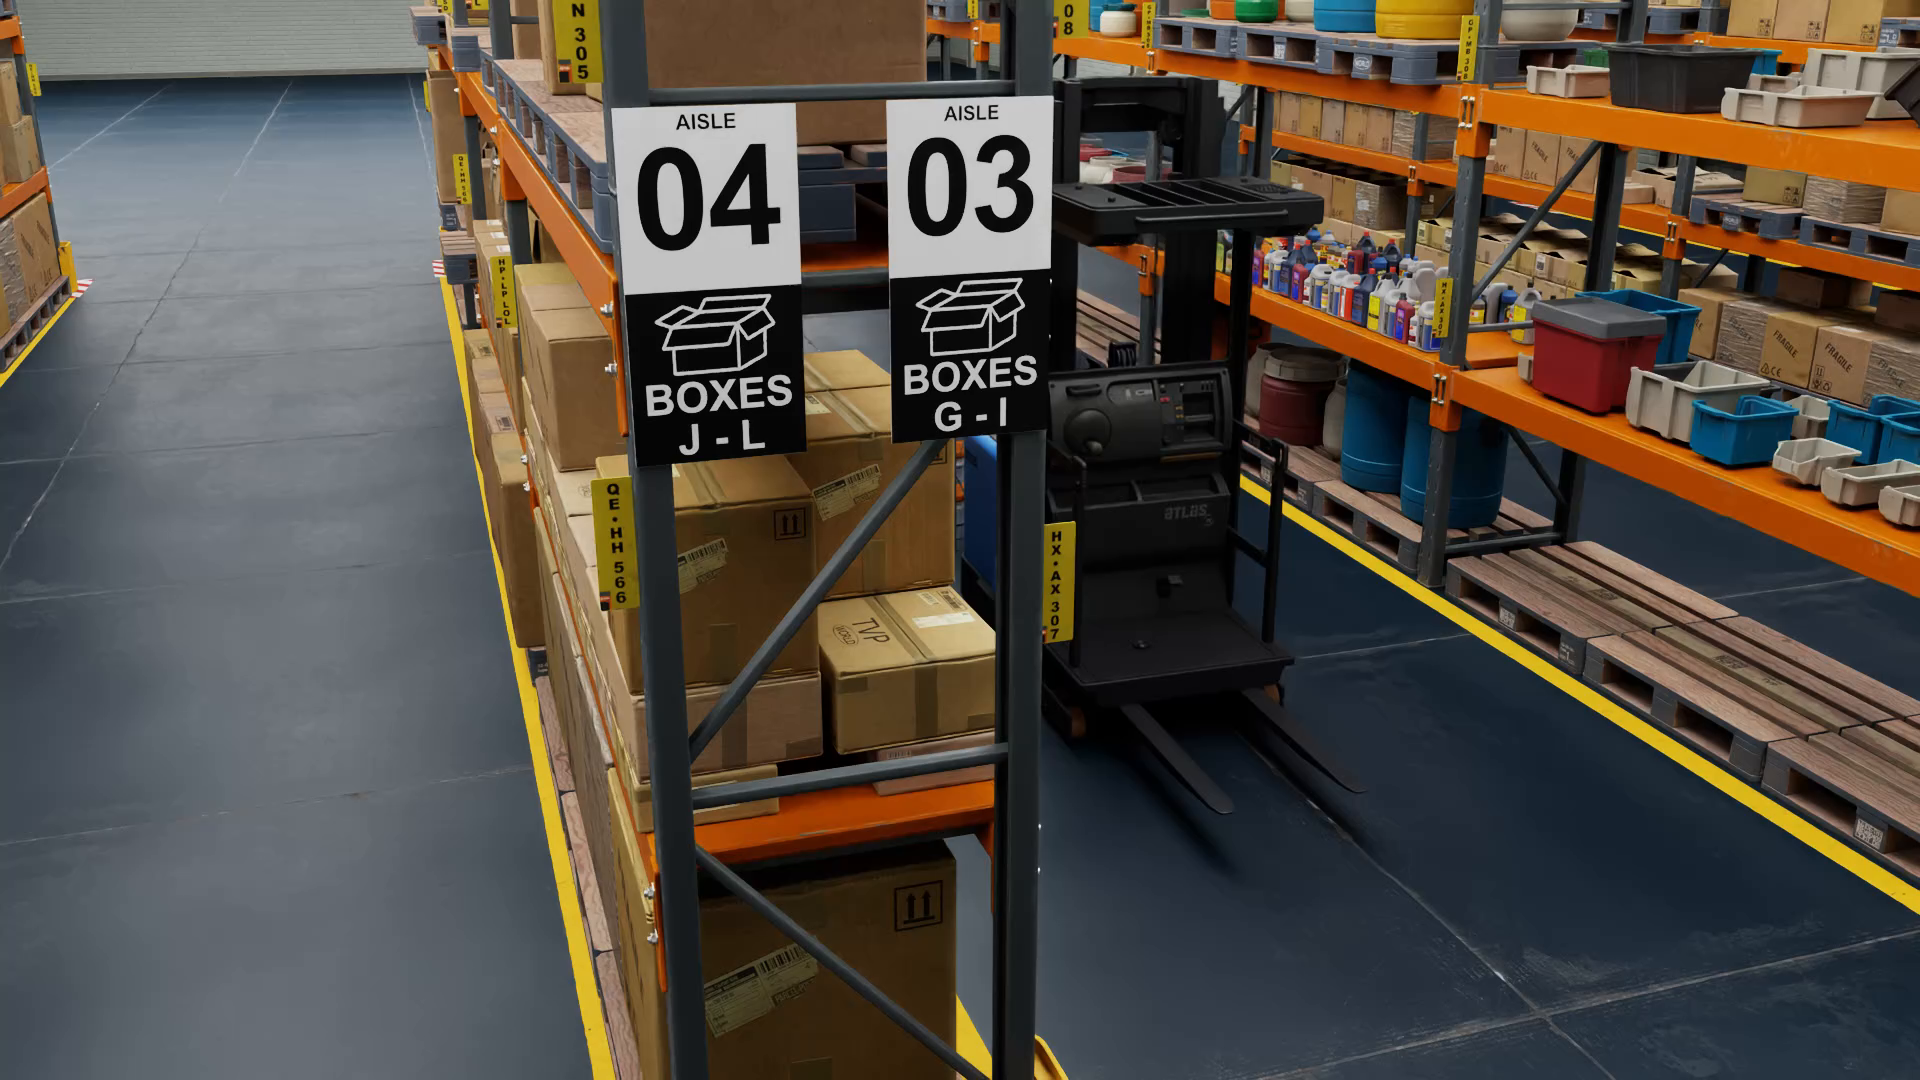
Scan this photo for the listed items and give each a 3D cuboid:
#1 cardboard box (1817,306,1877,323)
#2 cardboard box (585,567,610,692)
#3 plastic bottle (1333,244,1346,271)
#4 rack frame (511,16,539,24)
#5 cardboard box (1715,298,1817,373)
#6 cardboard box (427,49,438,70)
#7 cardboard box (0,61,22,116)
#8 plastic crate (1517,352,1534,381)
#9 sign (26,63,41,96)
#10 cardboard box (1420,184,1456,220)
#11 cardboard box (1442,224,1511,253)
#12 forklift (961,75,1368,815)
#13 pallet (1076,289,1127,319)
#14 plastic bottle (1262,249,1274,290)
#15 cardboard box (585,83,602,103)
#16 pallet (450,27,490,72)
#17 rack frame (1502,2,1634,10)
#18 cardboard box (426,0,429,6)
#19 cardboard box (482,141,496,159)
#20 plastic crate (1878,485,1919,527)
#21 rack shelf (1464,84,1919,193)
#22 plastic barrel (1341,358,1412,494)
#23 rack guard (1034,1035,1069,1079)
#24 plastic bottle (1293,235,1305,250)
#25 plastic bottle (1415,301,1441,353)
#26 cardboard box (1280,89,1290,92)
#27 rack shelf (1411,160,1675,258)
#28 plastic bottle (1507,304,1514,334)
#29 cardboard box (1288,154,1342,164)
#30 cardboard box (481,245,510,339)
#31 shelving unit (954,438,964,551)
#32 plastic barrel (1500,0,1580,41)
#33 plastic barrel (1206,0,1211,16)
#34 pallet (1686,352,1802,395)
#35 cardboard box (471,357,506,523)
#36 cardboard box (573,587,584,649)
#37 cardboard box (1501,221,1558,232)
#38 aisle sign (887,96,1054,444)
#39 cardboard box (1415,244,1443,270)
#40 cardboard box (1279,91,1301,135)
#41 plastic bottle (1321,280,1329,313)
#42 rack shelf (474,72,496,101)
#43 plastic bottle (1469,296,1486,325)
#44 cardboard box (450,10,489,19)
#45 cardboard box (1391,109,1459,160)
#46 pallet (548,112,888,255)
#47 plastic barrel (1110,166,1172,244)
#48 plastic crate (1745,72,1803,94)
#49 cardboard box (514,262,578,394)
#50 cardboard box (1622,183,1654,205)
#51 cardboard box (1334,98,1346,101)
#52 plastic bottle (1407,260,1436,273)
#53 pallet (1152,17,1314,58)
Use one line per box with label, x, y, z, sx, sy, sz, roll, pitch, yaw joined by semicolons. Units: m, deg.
cardboard box;7.288;-1.595;13.466;0.500;0.500;0.500;-7;21;-19
cardboard box;-0.845;0.253;5.055;0.500;0.250;0.500;-7;21;-18
plastic bottle;2.713;-2.002;11.847;0.097;0.201;0.097;0;20;0
rack frame;-1.542;-3.494;6.831;0.949;2.616;0.053;-6;21;-17
cardboard box;6.651;-1.692;13.738;0.500;0.500;0.500;-7;21;-19
cardboard box;-5.397;-4.974;17.759;0.500;0.500;0.500;-6;21;-17
cardboard box;-9.971;-4.482;16.639;0.875;0.550;0.550;-6;21;-17
plastic crate;3.173;-0.936;8.887;0.396;0.136;0.243;-6;21;-17
sign;-9.532;-4.736;17.103;0.100;0.325;0.005;-6;21;-17
cardboard box;5.503;-3.728;18.694;0.500;0.500;0.500;-6;21;-17
cardboard box;5.398;-3.136;17.328;0.500;0.311;0.500;-7;21;-18
forklift;0.925;-0.589;7.722;1.130;2.935;3.031;-6;21;-16
pallet;0.932;-2.204;16.240;1.003;0.211;1.213;-6;21;-17
plastic bottle;2.108;-1.836;11.281;0.097;0.271;0.097;0;20;0
cardboard box;-0.767;-1.606;5.095;0.700;0.500;0.500;-8;21;-21
pallet;-2.544;-3.076;10.385;1.213;0.211;1.003;-5;20;-15
rack frame;3.160;-4.020;8.296;0.949;2.616;0.053;-6;21;-17
cardboard box;-5.085;-5.356;16.676;0.500;0.250;0.500;-6;21;-17
cardboard box;-3.421;-2.938;13.384;0.797;0.503;0.637;-4;20;-12
plastic crate;3.914;-0.154;6.710;0.396;0.136;0.243;-6;21;-17
rack shelf;3.791;-1.628;7.139;1.077;0.370;4.000;-6;21;-17
plastic barrel;2.785;-0.811;10.719;0.600;0.901;0.708;-6;21;-17
rack guard;-0.274;1.797;4.673;1.175;0.500;0.348;-6;21;-17
plastic bottle;2.529;-2.189;12.369;0.097;0.201;0.097;0;20;0
plastic bottle;2.732;-1.231;9.589;0.152;0.276;0.135;-6;21;-17
cardboard box;4.176;-5.612;20.495;0.380;0.149;0.250;-6;21;-17
rack shelf;5.980;-3.309;16.255;1.077;0.370;4.000;-6;21;-17
plastic bottle;3.357;-1.344;10.015;0.097;0.201;0.097;0;20;0
cardboard box;4.546;-4.689;21.370;0.500;0.500;0.500;-6;21;-17
cardboard box;-2.573;-1.487;9.971;0.500;0.500;0.500;-7;21;-18
shelving unit;0.017;-0.477;10.191;0.215;1.050;0.252;-6;21;-17
plastic barrel;3.235;-3.066;9.255;0.433;0.535;0.433;0;20;0
plastic barrel;2.099;-4.077;12.727;0.421;0.512;0.421;0;20;0
pallet;6.808;-1.450;14.140;1.003;0.211;1.213;-6;21;-17
cardboard box;-2.326;-0.641;10.287;1.225;0.875;0.875;-6;21;-17
cardboard box;-1.111;0.241;5.679;0.380;0.149;0.250;-6;21;-17
cardboard box;5.921;-3.191;17.480;0.500;0.311;0.500;-6;21;-16
aisle sign;0.025;-0.619;3.857;0.394;0.787;0.004;-6;21;-17
cardboard box;5.243;-3.037;17.881;0.500;0.250;0.500;-7;21;-19
cardboard box;4.399;-5.301;20.589;0.700;0.500;0.500;-6;21;-16
plastic bottle;2.354;-1.552;10.594;0.097;0.201;0.097;0;20;0
rack shelf;-2.168;-2.478;9.214;0.919;0.124;3.809;-6;21;-17
plastic bottle;3.151;-1.391;10.144;0.097;0.201;0.097;0;20;0
cardboard box;-3.184;-3.775;11.164;0.500;0.500;0.500;-6;21;-16
cardboard box;2.536;-2.142;11.794;10.414;0.500;11.691;-7;21;-19
pallet;-0.525;-0.994;4.440;1.003;0.211;1.213;-6;21;-17
plastic barrel;1.472;-2.661;13.187;0.600;0.536;0.708;-6;21;-17
plastic crate;3.924;-2.117;7.825;0.293;0.136;0.466;-6;21;-17
cardboard box;-1.631;-0.912;7.191;0.500;0.500;0.500;-6;21;-17
cardboard box;6.064;-3.147;15.111;0.380;0.149;0.250;-6;21;-17
cardboard box;4.579;-5.199;19.345;0.380;0.149;0.250;-6;21;-15
plastic bottle;3.015;-1.699;10.893;0.152;0.276;0.135;-6;21;-17
pallet;2.053;-3.547;11.697;1.003;0.211;1.213;-6;21;-17
